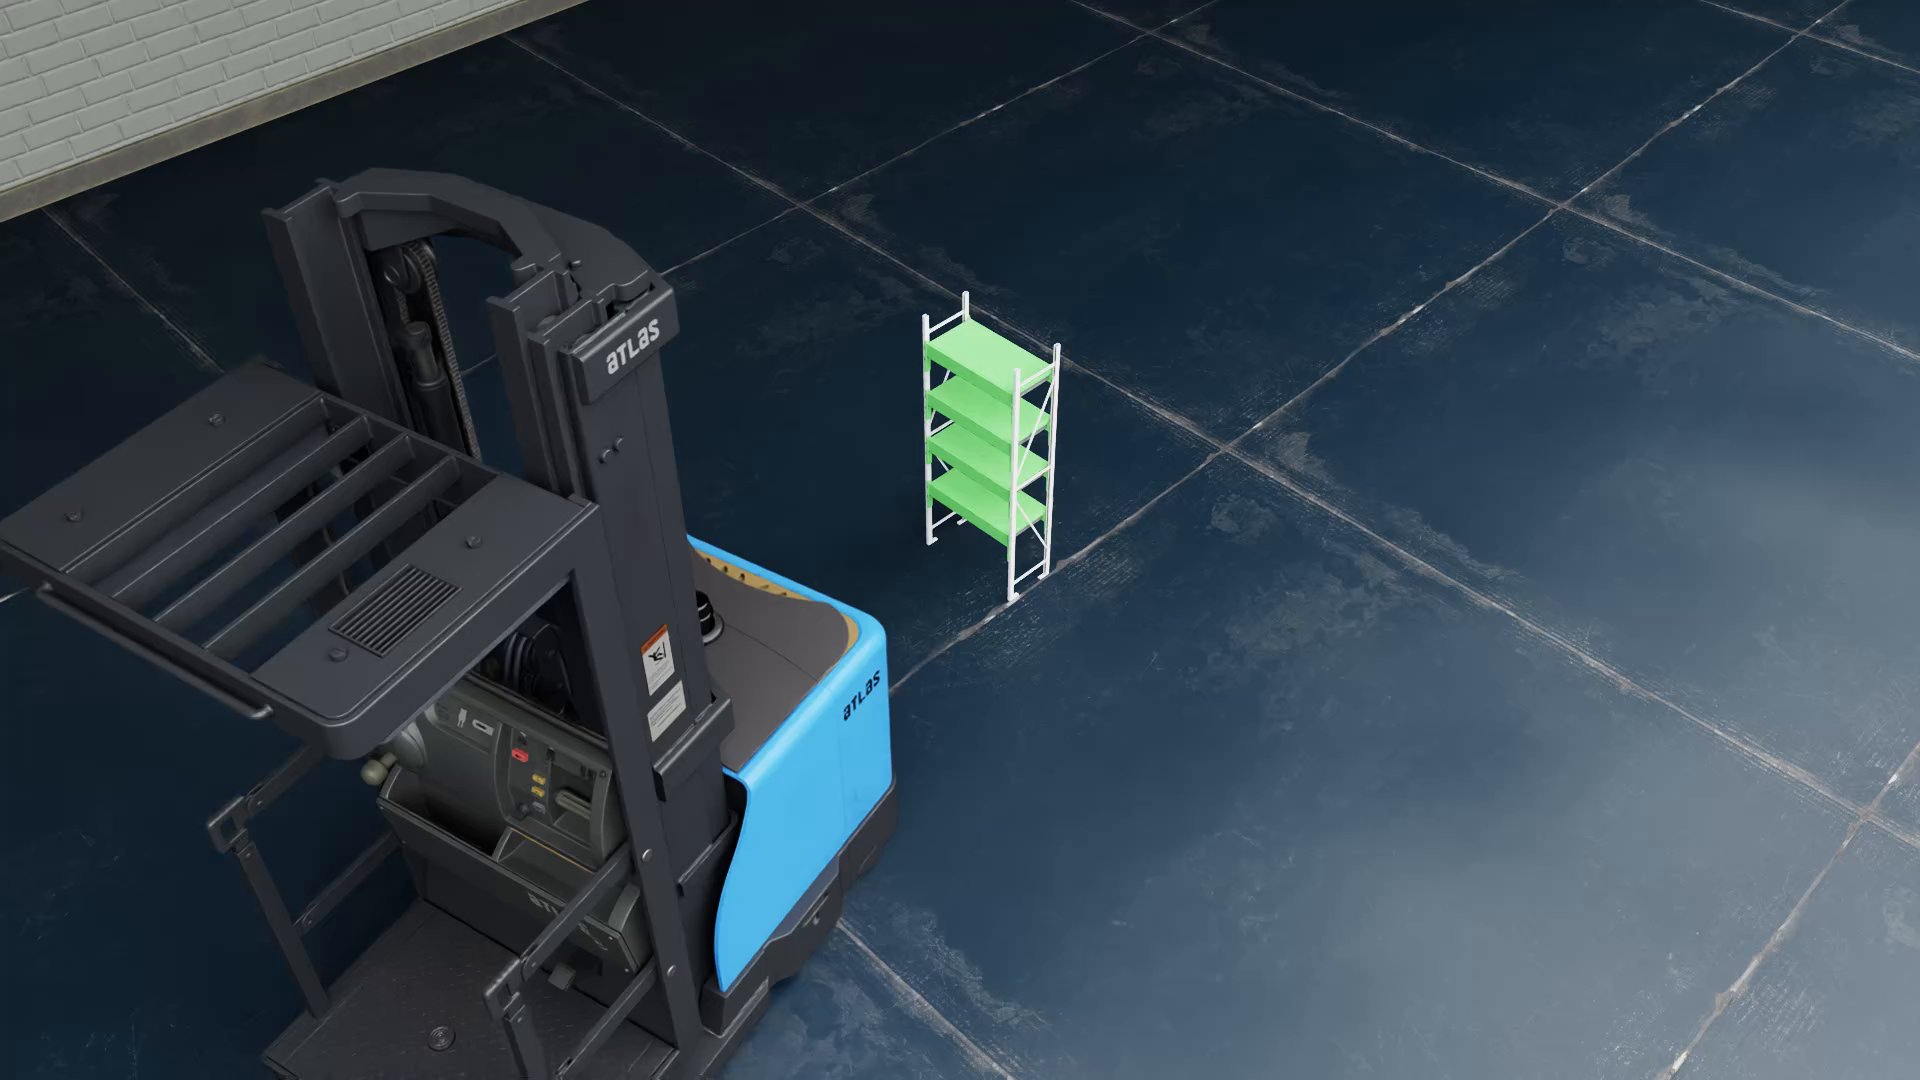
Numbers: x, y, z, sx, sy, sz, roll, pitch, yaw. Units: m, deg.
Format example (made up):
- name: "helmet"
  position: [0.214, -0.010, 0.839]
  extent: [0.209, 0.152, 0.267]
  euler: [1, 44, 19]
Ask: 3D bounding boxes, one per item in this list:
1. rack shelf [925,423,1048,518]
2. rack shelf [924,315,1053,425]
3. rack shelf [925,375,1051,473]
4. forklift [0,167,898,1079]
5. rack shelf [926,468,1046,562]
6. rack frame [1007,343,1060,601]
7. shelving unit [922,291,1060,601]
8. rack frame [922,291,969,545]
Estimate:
- name: "rack shelf"
  position: [0.117, -0.314, 6.800]
  extent: [0.258, 0.148, 0.480]
  euler: [-34, 53, -31]
- name: "rack shelf"
  position: [0.117, -0.667, 6.474]
  extent: [0.258, 0.148, 0.480]
  euler: [-34, 53, -31]
- name: "rack shelf"
  position: [0.117, -0.490, 6.637]
  extent: [0.258, 0.148, 0.480]
  euler: [-34, 53, -31]
- name: "forklift"
  position: [-1.417, 0.665, 4.371]
  extent: [1.130, 2.935, 3.031]
  euler: [22, 47, 22]
- name: "rack shelf"
  position: [0.117, -0.138, 6.963]
  extent: [0.258, 0.148, 0.480]
  euler: [-34, 53, -31]
- name: "rack frame"
  position: [0.289, -0.244, 6.630]
  extent: [0.240, 1.200, 0.015]
  euler: [-34, 53, -31]
- name: "shelving unit"
  position: [0.117, -0.361, 6.757]
  extent: [0.258, 1.200, 0.503]
  euler: [-34, 53, -31]
- name: "rack frame"
  position: [-0.055, -0.478, 6.884]
  extent: [0.240, 1.200, 0.015]
  euler: [-34, 53, -31]
